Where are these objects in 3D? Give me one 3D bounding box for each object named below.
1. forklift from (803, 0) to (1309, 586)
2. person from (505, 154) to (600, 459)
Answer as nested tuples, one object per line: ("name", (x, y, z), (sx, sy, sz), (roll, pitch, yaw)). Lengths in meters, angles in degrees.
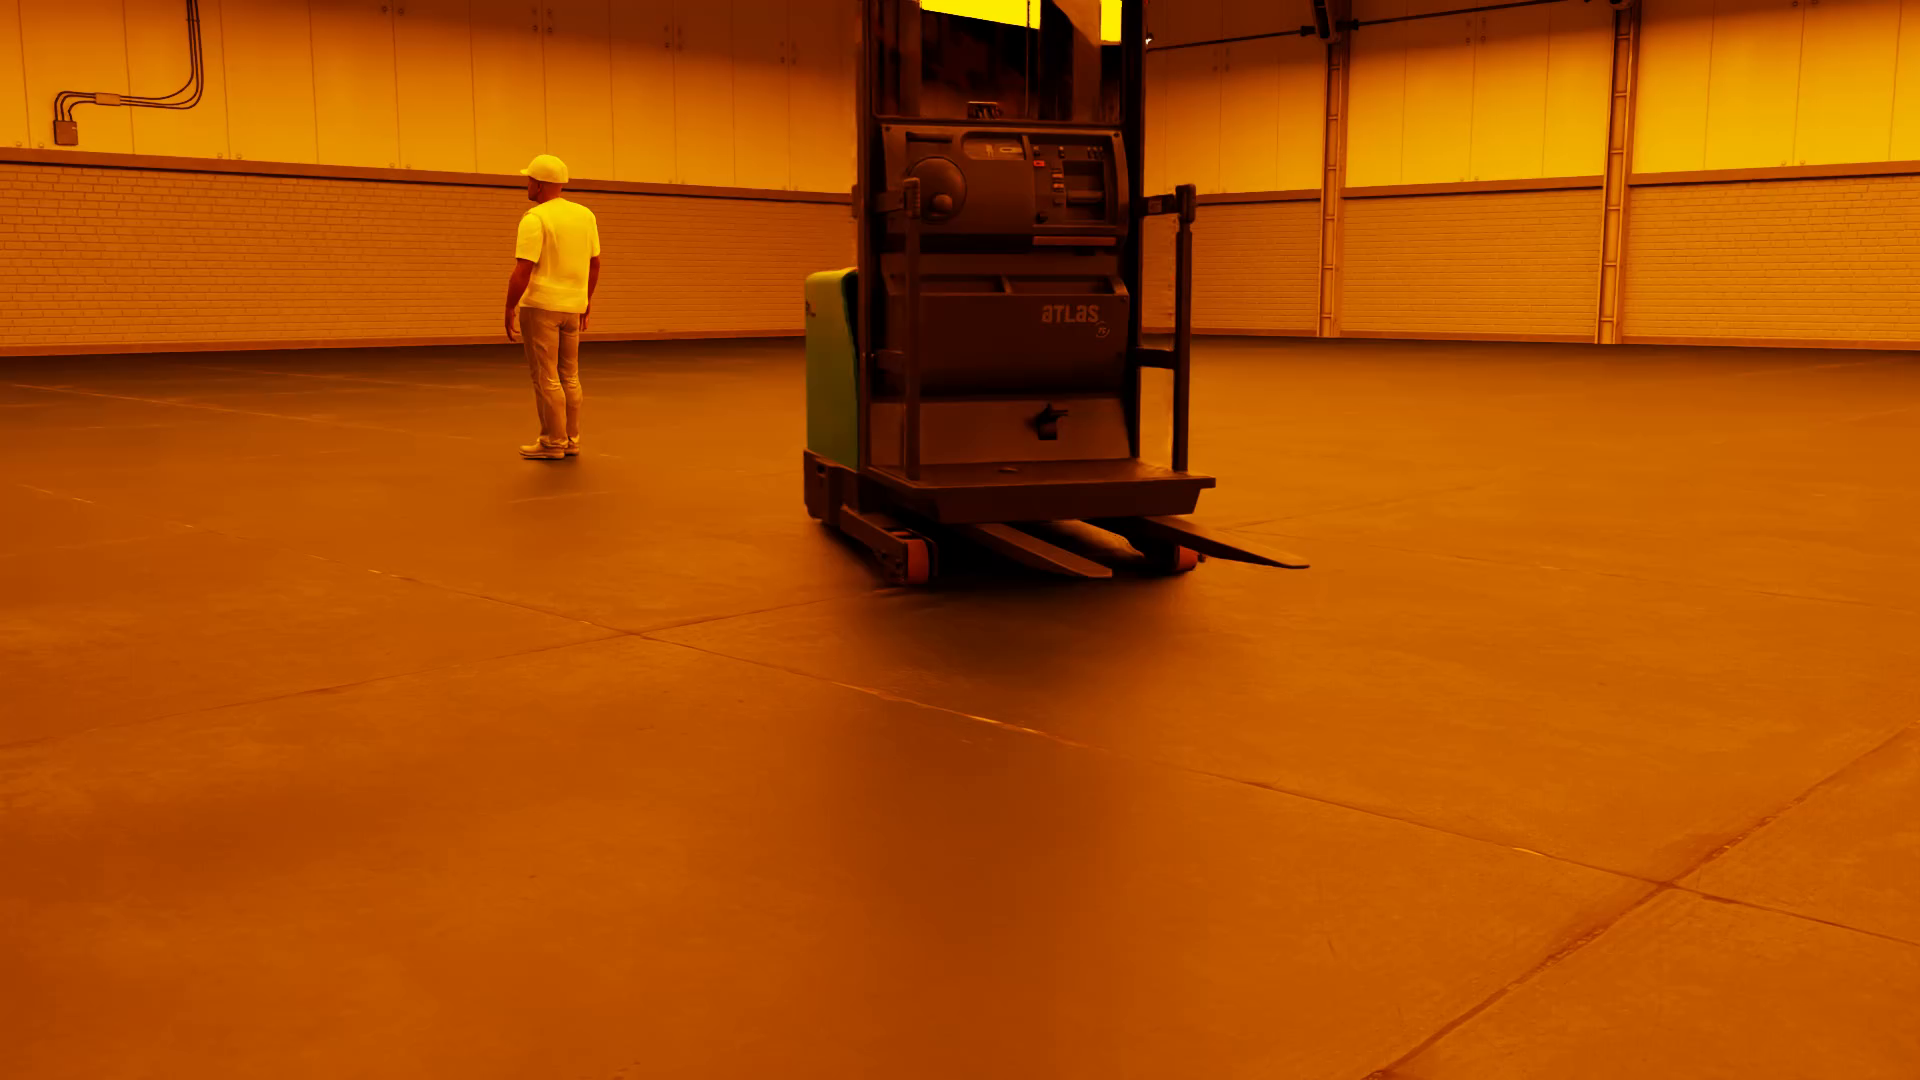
("forklift", (0.234, -1.357, 5.883), (1.130, 2.935, 3.031), (-3, 9, -17))
("person", (-2.465, -1.370, 9.834), (0.577, 1.765, 0.666), (5, 10, 32))
